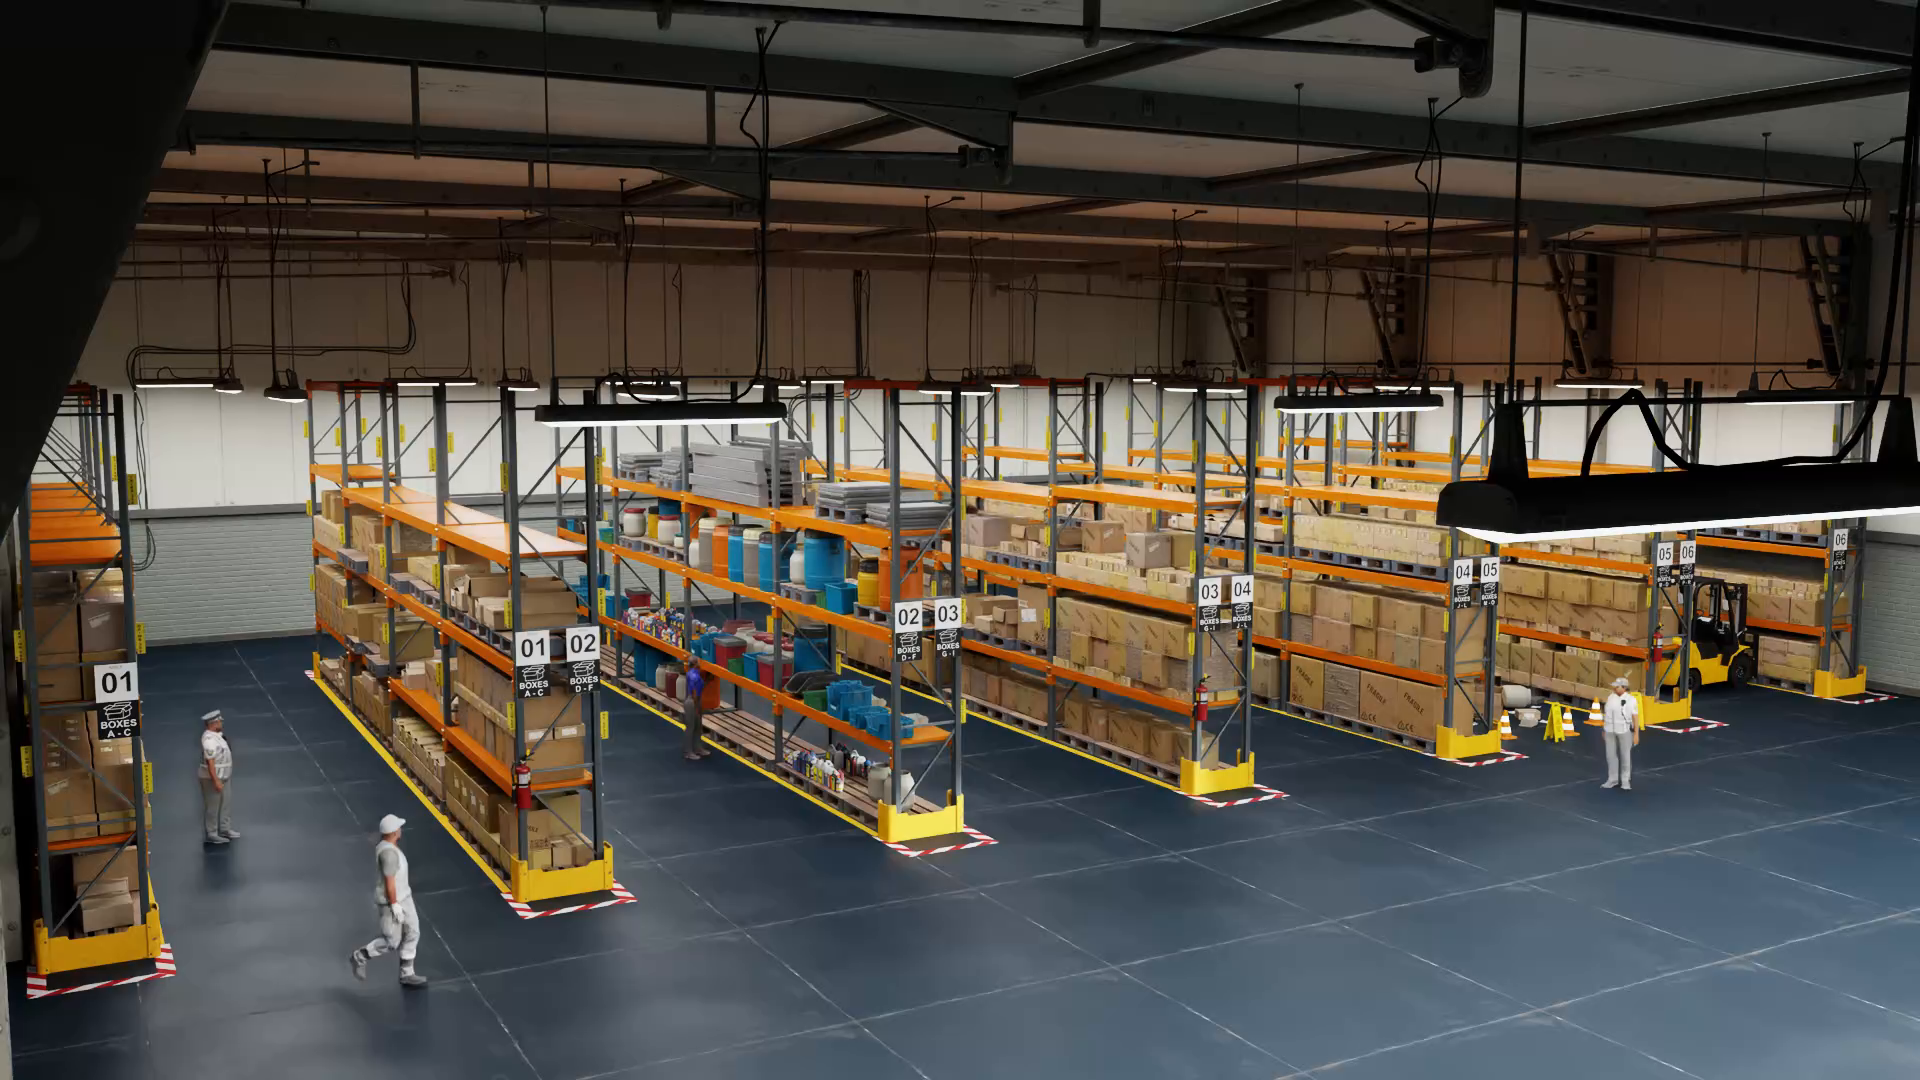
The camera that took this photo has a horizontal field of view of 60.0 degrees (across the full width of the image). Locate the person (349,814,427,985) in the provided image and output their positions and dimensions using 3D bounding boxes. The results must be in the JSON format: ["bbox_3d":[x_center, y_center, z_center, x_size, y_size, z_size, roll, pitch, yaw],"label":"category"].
[{"bbox_3d":[-5.812,3.653,16.865,0.748,1.766,0.500,1,6,10],"label":"person"}]

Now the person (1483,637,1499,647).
[{"bbox_3d":[11.505,1.659,36.174,0.572,1.698,0.761,-4,7,-34],"label":"person"}]

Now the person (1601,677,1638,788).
[{"bbox_3d":[9.833,2.886,24.755,0.567,1.694,0.435,5,8,41],"label":"person"}]

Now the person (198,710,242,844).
[{"bbox_3d":[-9.824,3.125,21.979,0.424,1.777,0.591,0,6,0],"label":"person"}]

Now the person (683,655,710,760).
[{"bbox_3d":[-4.248,2.716,26.745,0.407,1.572,0.509,0,6,-2],"label":"person"}]
